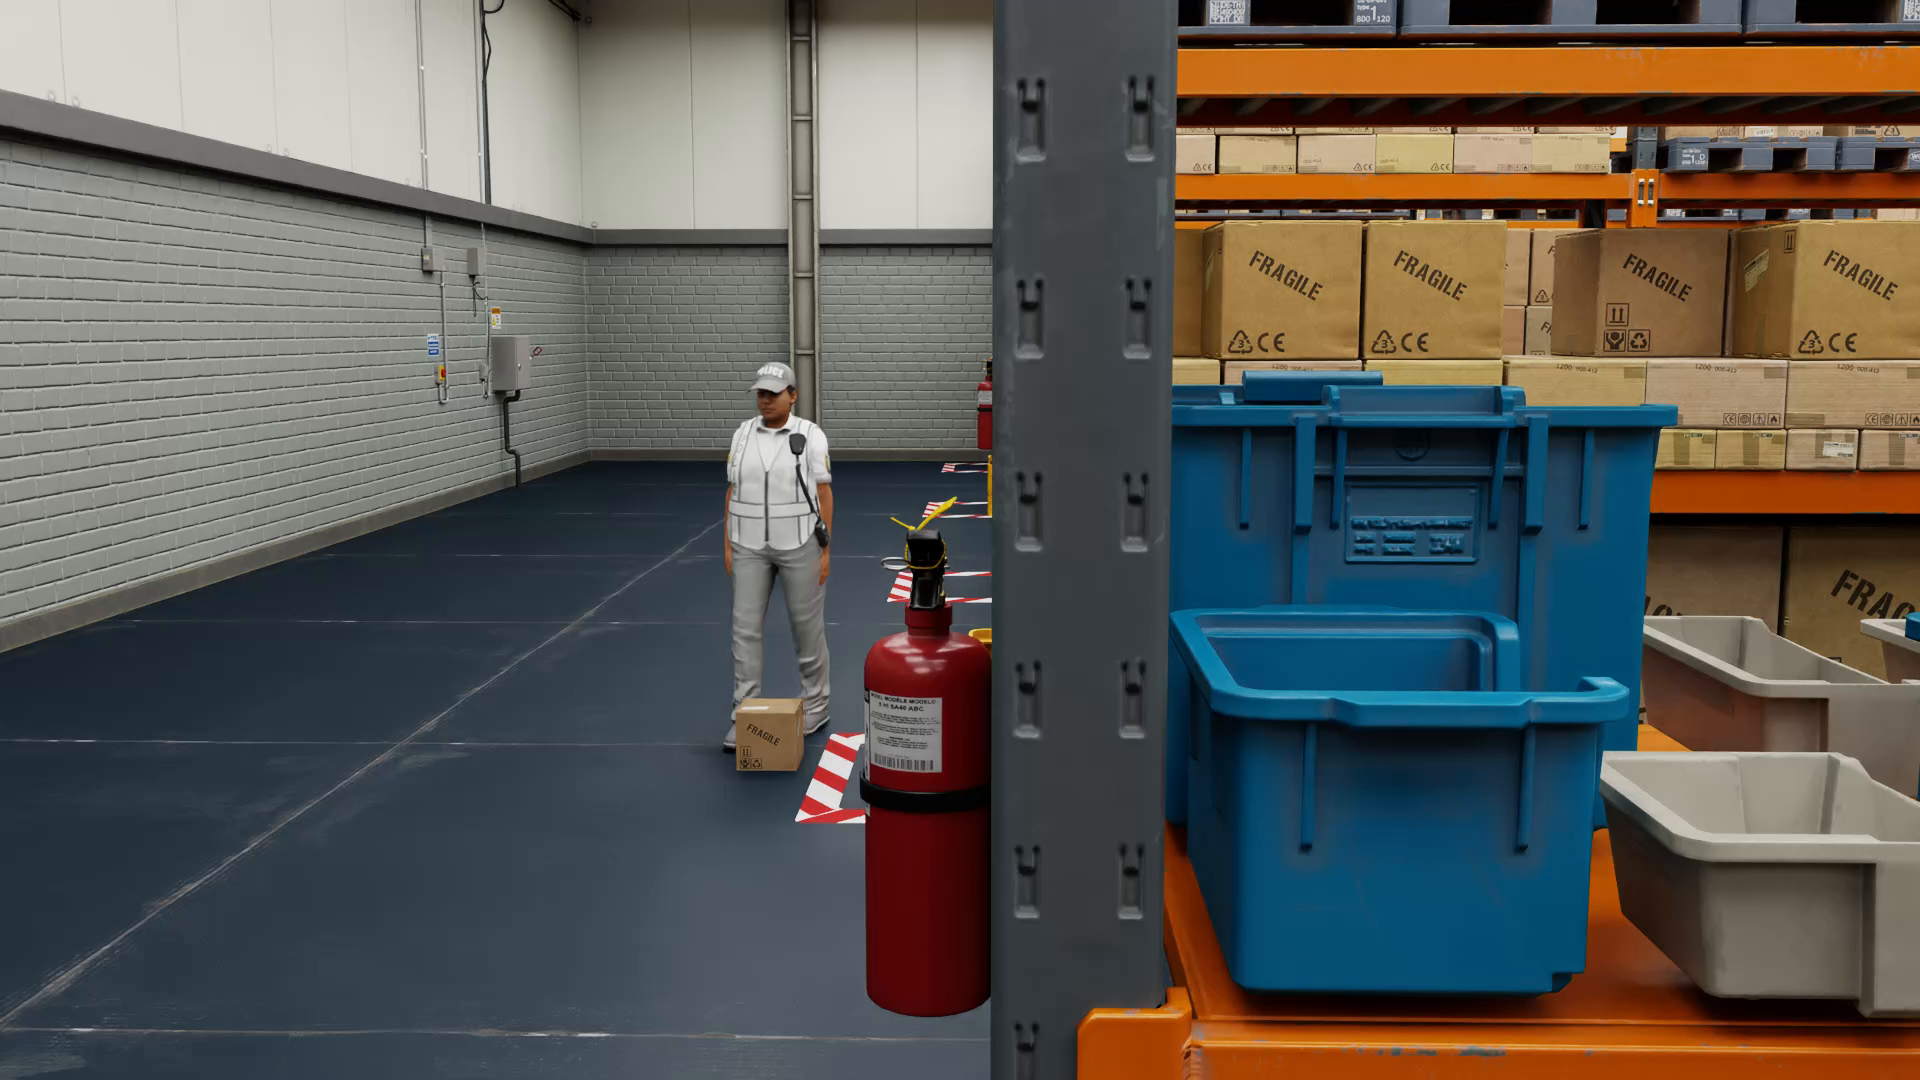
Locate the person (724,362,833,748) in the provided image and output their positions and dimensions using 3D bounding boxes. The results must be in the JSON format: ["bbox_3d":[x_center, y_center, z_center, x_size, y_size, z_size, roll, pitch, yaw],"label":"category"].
[{"bbox_3d":[-0.814,0.056,7.311,0.484,1.668,0.569,1,7,7],"label":"person"}]
